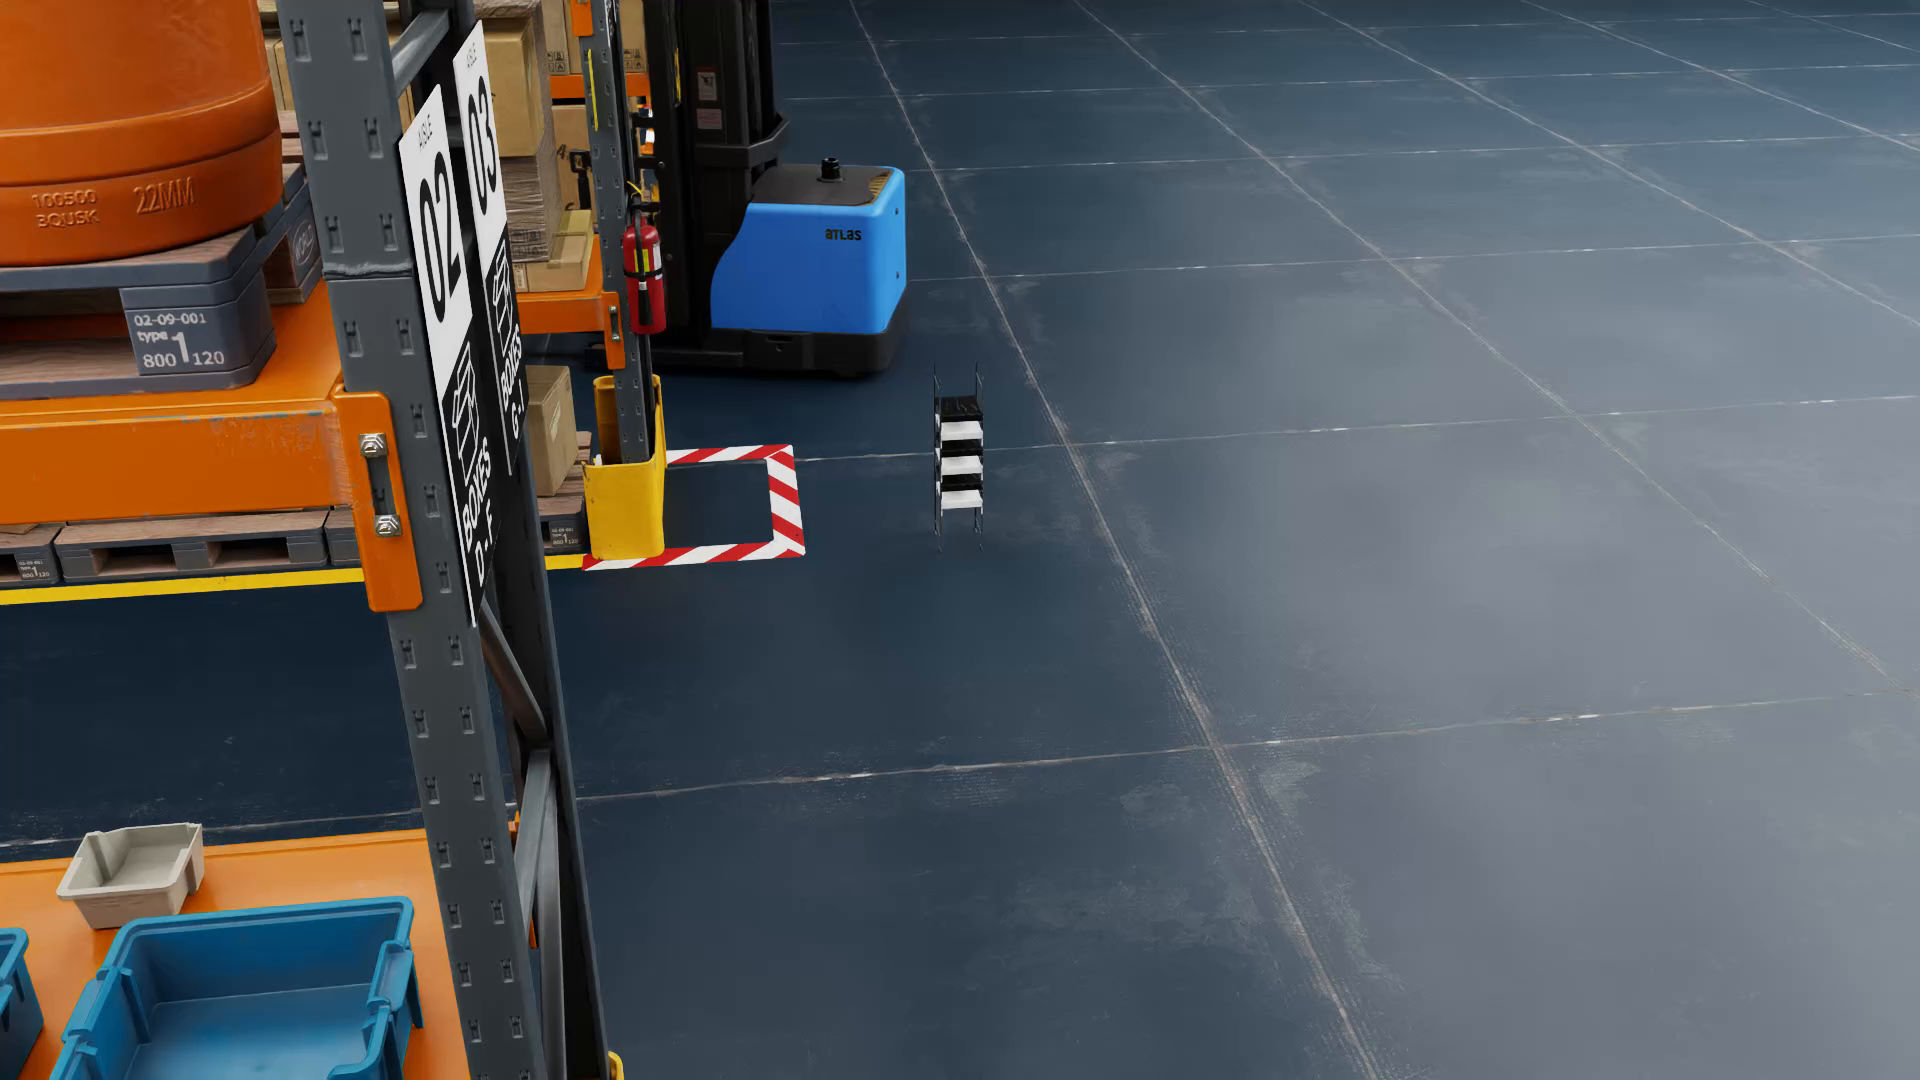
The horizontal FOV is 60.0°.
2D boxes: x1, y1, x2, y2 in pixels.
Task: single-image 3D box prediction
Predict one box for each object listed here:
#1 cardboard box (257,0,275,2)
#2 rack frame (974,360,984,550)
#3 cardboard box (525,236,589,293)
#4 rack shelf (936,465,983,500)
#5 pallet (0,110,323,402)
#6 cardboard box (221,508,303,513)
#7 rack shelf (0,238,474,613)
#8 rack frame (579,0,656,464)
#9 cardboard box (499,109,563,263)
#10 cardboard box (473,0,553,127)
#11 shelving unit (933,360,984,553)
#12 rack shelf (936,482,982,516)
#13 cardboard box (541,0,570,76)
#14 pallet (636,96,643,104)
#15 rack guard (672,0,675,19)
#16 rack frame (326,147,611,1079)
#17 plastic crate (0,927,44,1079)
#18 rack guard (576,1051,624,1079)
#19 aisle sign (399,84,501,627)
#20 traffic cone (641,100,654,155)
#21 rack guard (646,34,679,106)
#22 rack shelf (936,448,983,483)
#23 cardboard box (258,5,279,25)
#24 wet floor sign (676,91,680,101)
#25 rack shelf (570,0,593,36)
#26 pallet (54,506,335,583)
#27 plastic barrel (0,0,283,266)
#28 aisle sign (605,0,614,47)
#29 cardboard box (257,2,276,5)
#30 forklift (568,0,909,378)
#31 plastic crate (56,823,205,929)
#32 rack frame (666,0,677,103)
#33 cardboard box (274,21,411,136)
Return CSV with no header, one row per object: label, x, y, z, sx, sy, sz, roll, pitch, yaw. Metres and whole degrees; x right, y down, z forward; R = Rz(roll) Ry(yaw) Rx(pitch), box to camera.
cardboard box,-4.719,-4.119,11.645,0.550,0.550,0.875,-4,27,-7
rack frame,0.093,-0.406,8.056,0.006,0.900,0.240,-4,27,-7
cardboard box,-1.873,-1.287,7.748,0.250,0.149,0.380,-4,27,-7
rack shelf,-0.008,-0.290,8.100,0.200,0.077,0.258,-4,27,-7
pallet,-1.762,-0.513,2.886,1.213,0.211,1.003,-4,27,-7
cardboard box,-3.450,-0.468,8.154,0.500,0.500,0.500,-1,27,-2
rack shelf,-2.910,-0.158,2.775,4.000,0.370,1.077,-4,27,-7
rack frame,-1.619,-1.510,7.907,0.127,3.000,1.000,-4,27,-7
cardboard box,-2.168,-1.664,7.773,0.500,0.500,0.875,-4,27,-7
cardboard box,-2.202,-2.220,7.760,0.500,0.500,0.500,-4,27,-7
shelving unit,-0.008,-0.400,8.044,0.210,0.900,0.258,-4,27,-7
rack shelf,-0.008,-0.210,8.141,0.200,0.077,0.258,-4,27,-7
cardboard box,-3.113,-3.737,12.082,0.550,0.550,0.875,-4,27,-7
pallet,-3.885,-4.709,17.196,1.213,0.211,1.003,-4,27,-7
rack guard,-3.672,-7.123,21.585,0.348,0.500,1.175,-4,27,-7
rack frame,-0.929,0.729,3.544,0.127,3.000,1.000,-4,27,-7
plastic crate,-2.027,1.001,3.176,0.408,0.251,0.499,-4,27,-7
rack guard,-0.998,1.867,4.063,0.348,0.500,1.175,-4,27,-7
aisle sign,-0.817,-0.298,2.697,0.004,0.787,0.394,-4,27,-7
traffic cone,-2.755,-3.771,15.092,0.334,0.463,0.336,-4,27,-7
rack guard,-3.075,-4.873,17.200,0.348,0.500,1.175,-4,27,-7
rack shelf,-0.008,-0.370,8.059,0.200,0.077,0.258,-4,27,-7
cardboard box,-3.193,-2.159,7.641,0.500,0.500,0.500,-4,27,-7
wet floor sign,-2.458,-3.608,14.575,0.232,0.644,0.267,-8,28,-16
rack shelf,-3.600,-2.397,7.139,4.000,0.370,1.077,-4,27,-7
pallet,-3.710,-0.153,8.317,1.213,0.211,1.003,-4,27,-7
plastic barrel,-1.393,-0.895,2.493,0.708,0.830,0.600,-4,27,-7
aisle sign,-1.516,-2.535,7.057,0.004,0.787,0.394,-4,27,-7
cardboard box,-4.715,-3.626,11.867,0.550,0.550,0.875,-4,27,-7
forklift,-1.892,-2.571,10.050,3.031,2.935,1.130,3,27,6
plastic crate,-1.860,0.758,3.776,0.250,0.136,0.298,-4,27,-7
rack frame,-2.210,-3.759,12.290,0.127,3.000,1.000,-4,27,-7
cardboard box,-2.624,-1.951,7.235,0.500,0.500,0.500,-4,27,-7
